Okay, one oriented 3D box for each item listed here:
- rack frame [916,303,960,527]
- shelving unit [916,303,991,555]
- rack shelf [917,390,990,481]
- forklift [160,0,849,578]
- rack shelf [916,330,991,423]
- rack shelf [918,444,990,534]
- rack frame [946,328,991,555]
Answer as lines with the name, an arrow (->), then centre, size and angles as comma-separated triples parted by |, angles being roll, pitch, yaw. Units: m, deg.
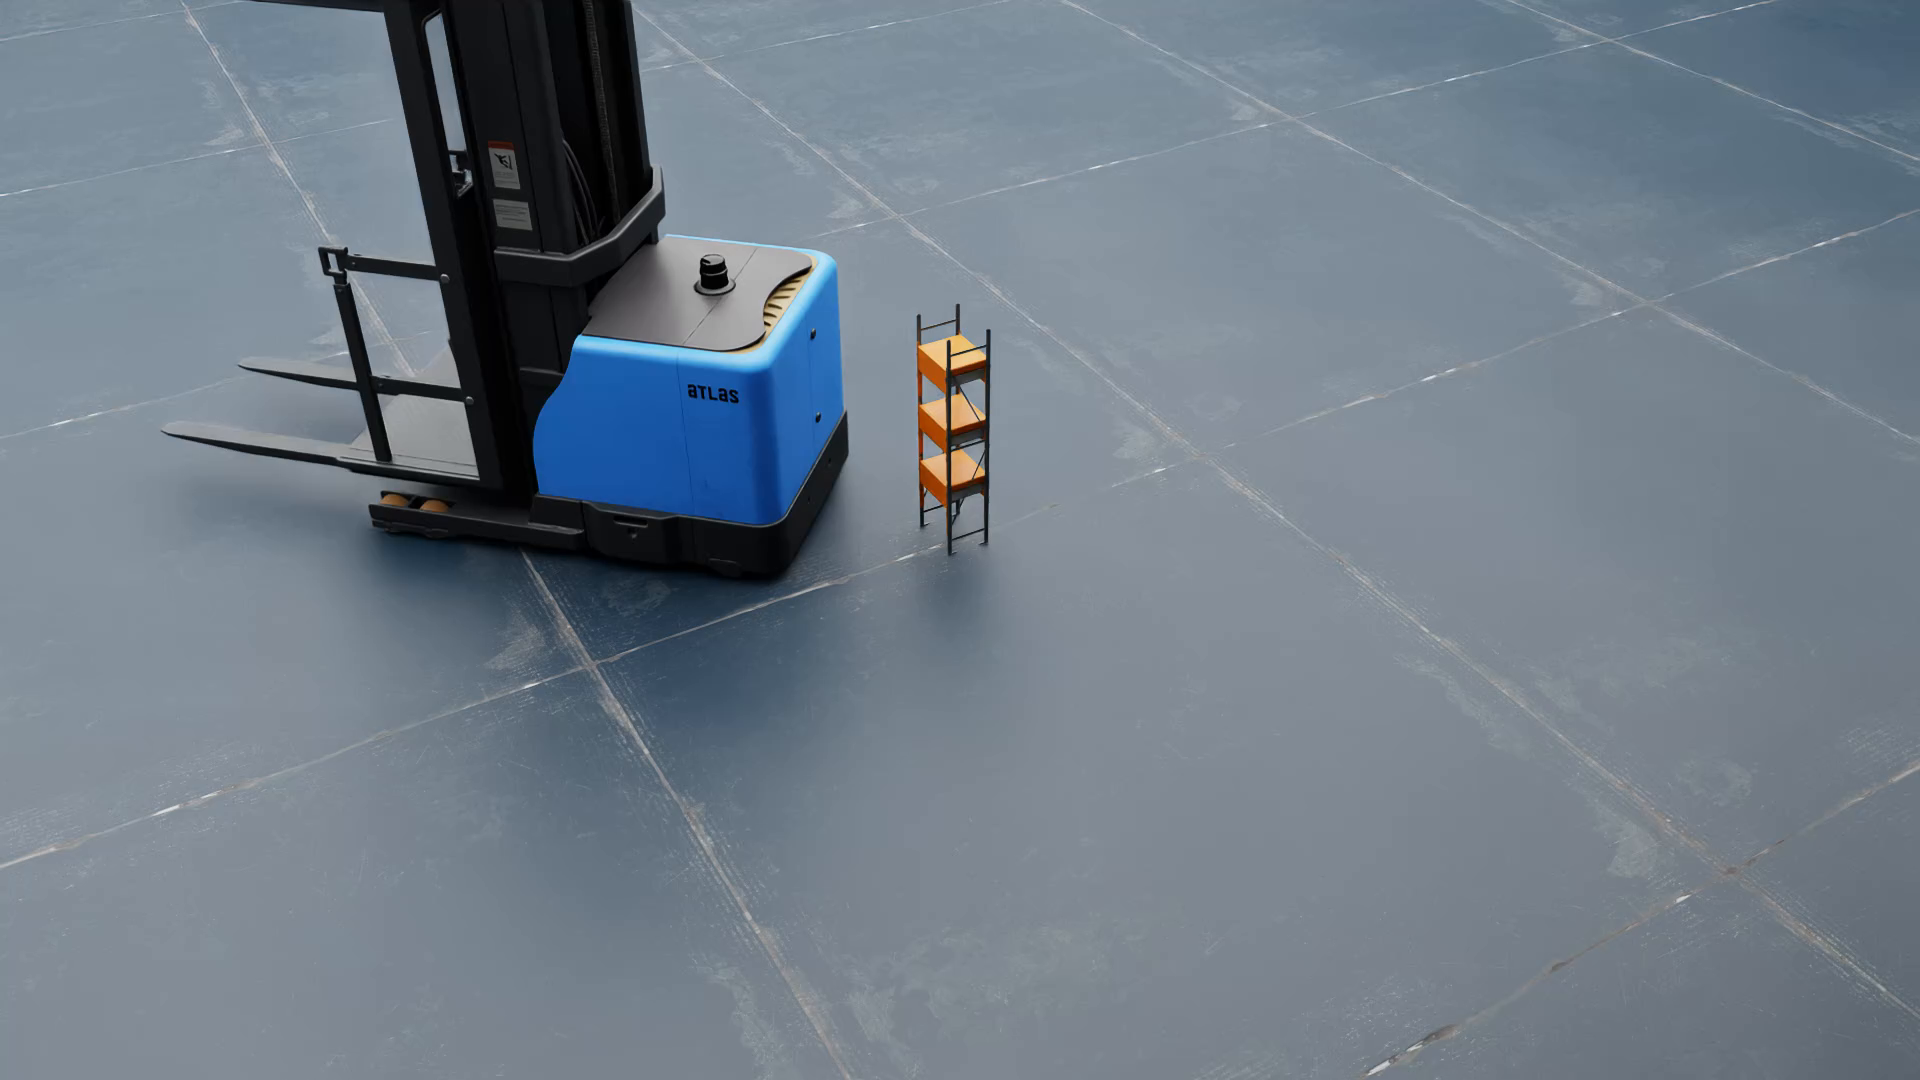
rack frame -> -0.088, -0.513, 7.063 | 0.200, 1.050, 0.008 | -19, 40, -24
shelving unit -> -0.027, -0.451, 6.978 | 0.215, 1.050, 0.252 | -19, 40, -24
rack shelf -> -0.027, -0.443, 6.984 | 0.215, 0.259, 0.240 | -19, 40, -24
forklift -> -2.087, -1.482, 6.795 | 3.031, 2.935, 1.130 | 8, 37, 11
rack shelf -> -0.027, -0.672, 6.817 | 0.215, 0.259, 0.240 | -19, 40, -24
rack shelf -> -0.027, -0.218, 7.148 | 0.215, 0.259, 0.240 | -19, 40, -24
rack frame -> 0.034, -0.389, 6.893 | 0.200, 1.050, 0.008 | -19, 40, -24
